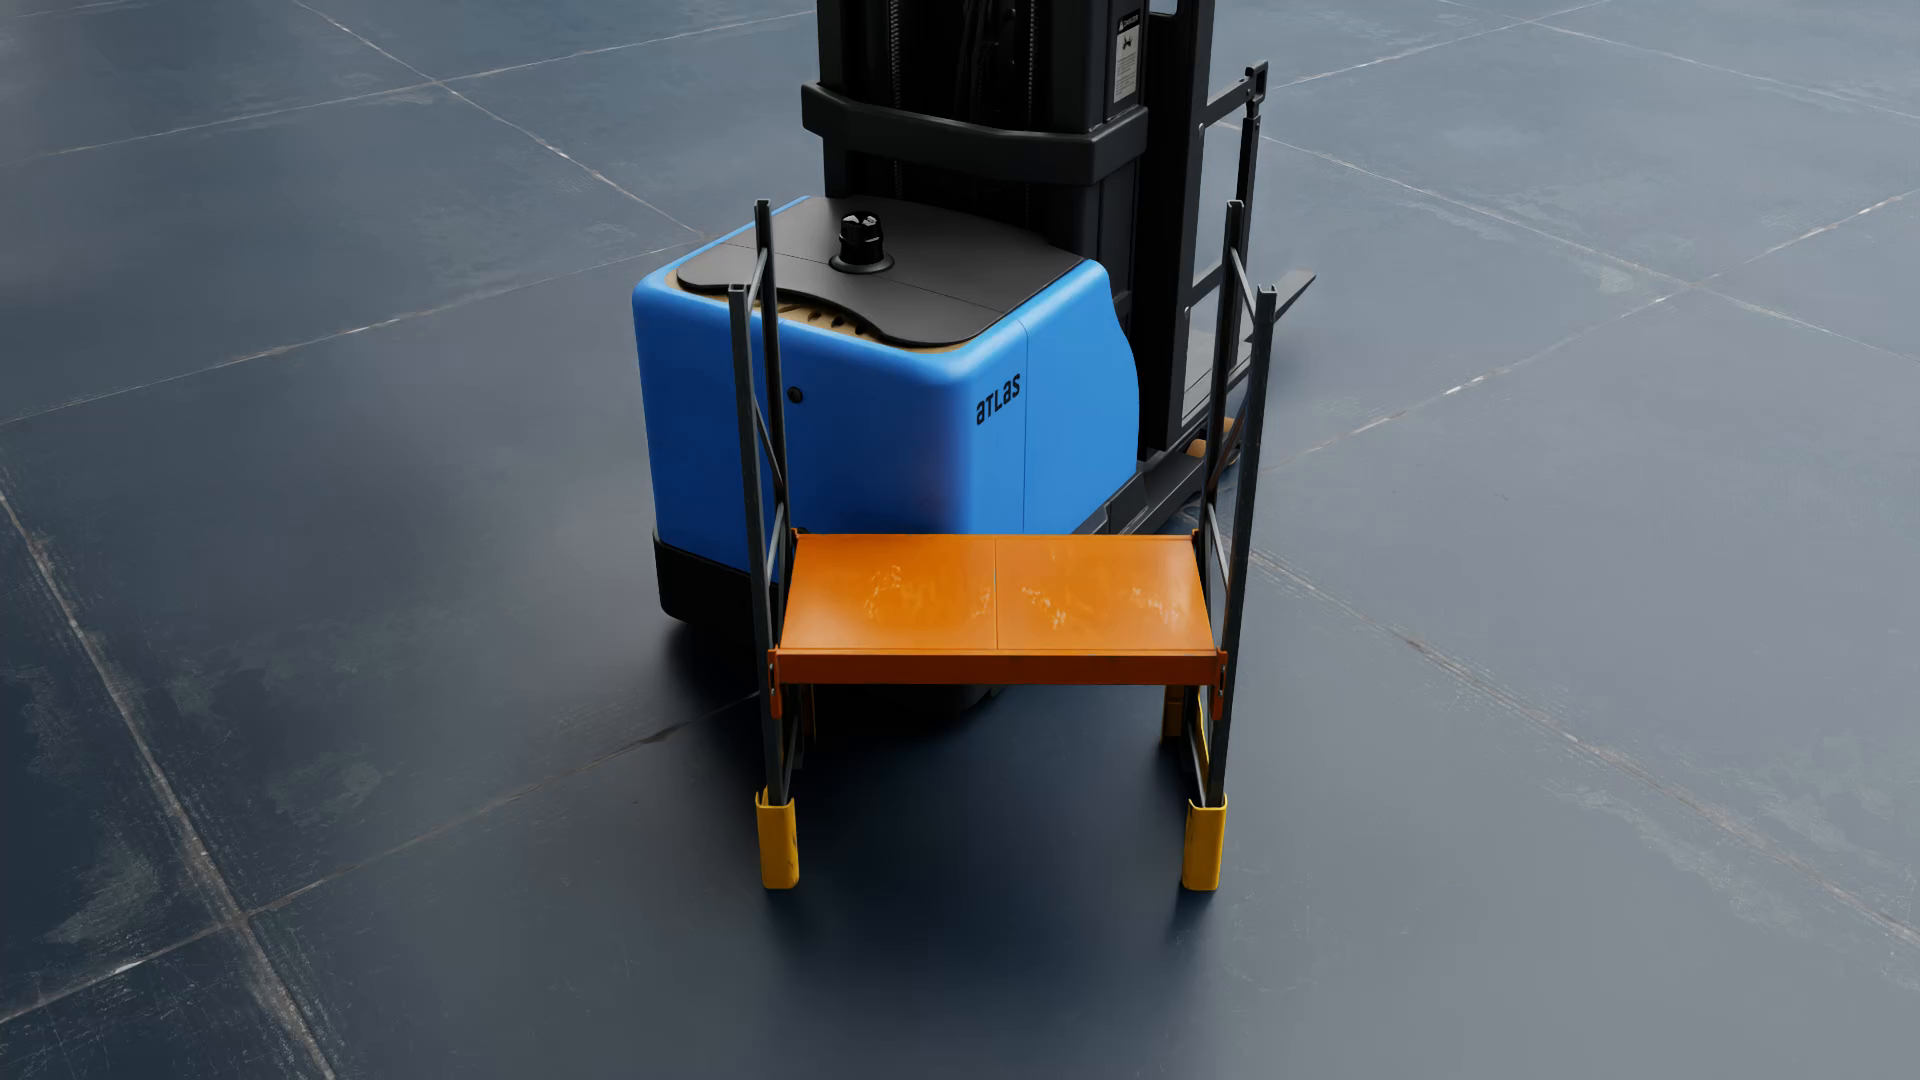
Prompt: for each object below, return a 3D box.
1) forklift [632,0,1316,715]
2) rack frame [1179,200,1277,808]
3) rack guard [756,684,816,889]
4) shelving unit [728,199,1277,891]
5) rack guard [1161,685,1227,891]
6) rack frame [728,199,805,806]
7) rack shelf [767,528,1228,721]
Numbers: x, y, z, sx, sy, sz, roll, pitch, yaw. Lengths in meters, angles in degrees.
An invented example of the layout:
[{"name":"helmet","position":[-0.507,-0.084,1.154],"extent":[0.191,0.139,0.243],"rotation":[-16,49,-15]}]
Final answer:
[{"name":"forklift","position":[0.328,-1.528,4.932],"extent":[1.130,2.935,3.031],"rotation":[18,36,26]},{"name":"rack frame","position":[0.591,0.035,3.772],"extent":[0.032,1.500,0.500],"rotation":[0,32,0]},{"name":"rack guard","position":[-0.425,0.563,4.107],"extent":[0.087,0.250,0.587],"rotation":[0,32,0]},{"name":"shelving unit","position":[0.073,0.033,3.775],"extent":[1.083,1.500,0.587],"rotation":[0,32,0]},{"name":"rack guard","position":[0.571,0.566,4.102],"extent":[0.087,0.250,0.587],"rotation":[0,32,0]},{"name":"rack frame","position":[-0.426,0.032,3.777],"extent":[0.032,1.500,0.500],"rotation":[0,32,0]},{"name":"rack shelf","position":[0.082,0.186,3.870],"extent":[1.000,0.185,0.538],"rotation":[0,32,0]}]
